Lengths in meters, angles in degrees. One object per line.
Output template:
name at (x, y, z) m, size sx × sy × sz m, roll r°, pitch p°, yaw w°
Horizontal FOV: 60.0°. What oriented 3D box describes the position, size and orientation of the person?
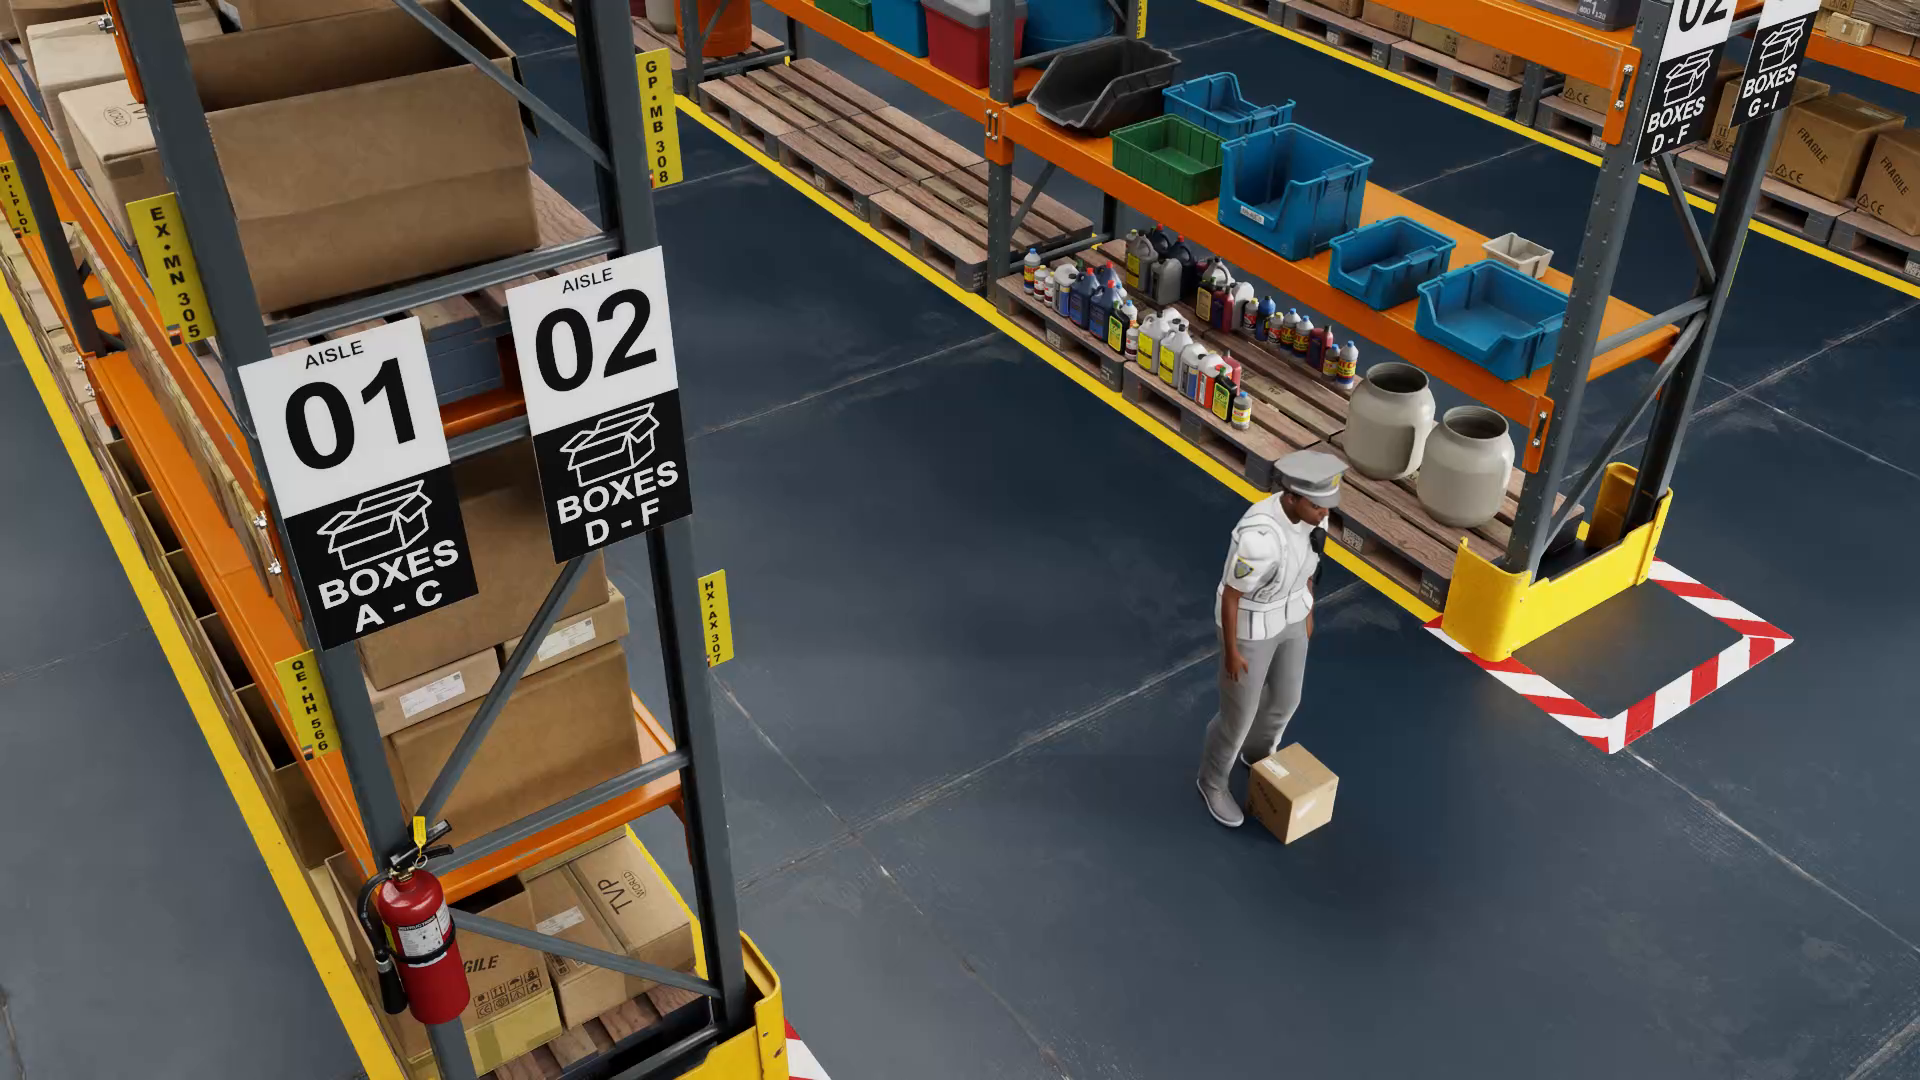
person at (1.205, 0.358, 6.520) m, size 0.518 × 1.656 × 0.396 m, roll -25°, pitch 43°, yaw -30°
